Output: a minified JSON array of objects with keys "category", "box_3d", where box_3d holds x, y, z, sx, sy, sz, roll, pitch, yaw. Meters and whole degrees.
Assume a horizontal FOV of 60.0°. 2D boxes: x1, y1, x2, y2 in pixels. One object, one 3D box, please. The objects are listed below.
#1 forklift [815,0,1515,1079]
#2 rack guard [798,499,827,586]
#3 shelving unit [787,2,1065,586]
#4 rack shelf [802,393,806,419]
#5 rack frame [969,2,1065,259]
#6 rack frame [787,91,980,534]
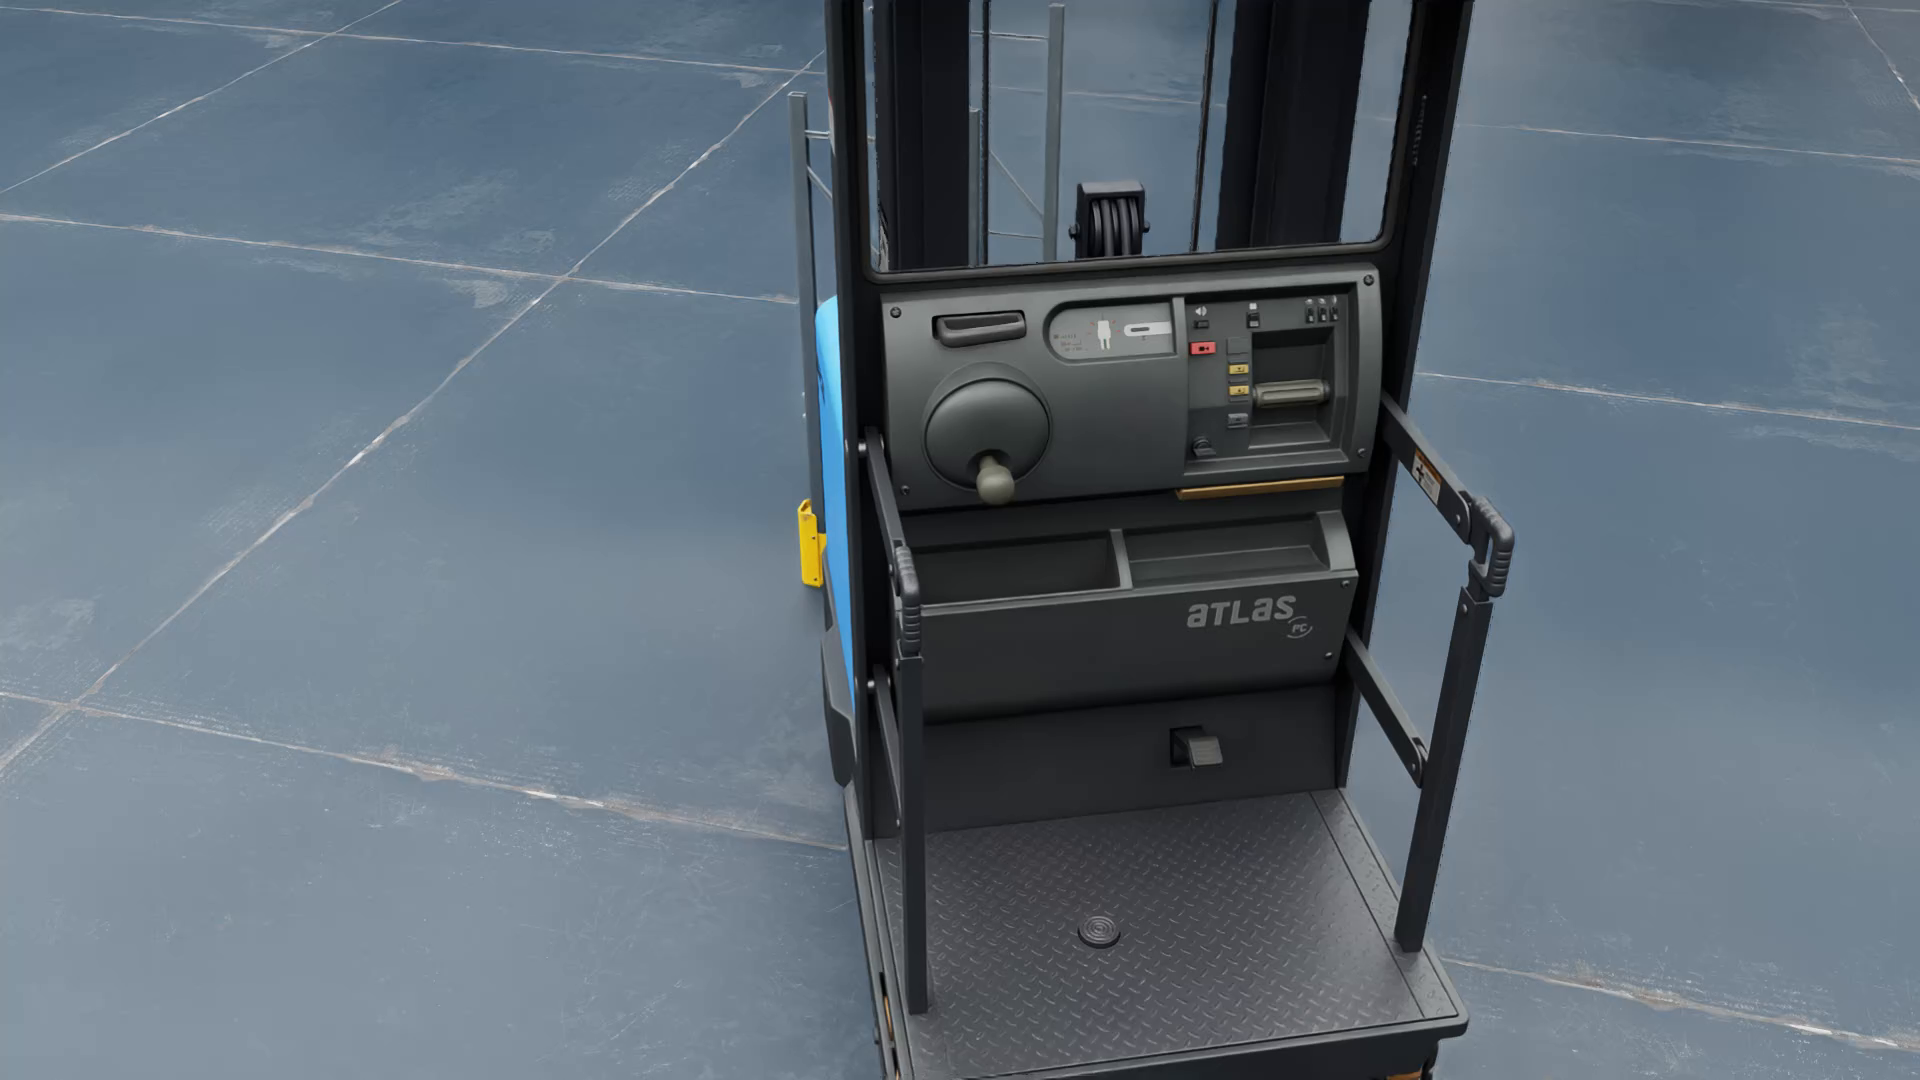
[{"category":"forklift","box_3d":[0.361,-0.228,2.877,1.130,2.935,3.031,-5,33,-8]},{"category":"rack guard","box_3d":[-0.190,0.042,4.951,0.587,0.250,0.087,8,33,13]},{"category":"shelving unit","box_3d":[-0.061,-0.743,5.021,0.587,1.500,1.083,8,33,13]},{"category":"rack shelf","box_3d":[-0.063,-0.587,5.111,0.538,0.185,1.000,8,33,13]},{"category":"rack frame","box_3d":[0.068,-1.002,5.428,0.500,1.500,0.032,8,33,13]},{"category":"rack frame","box_3d":[-0.195,-0.475,4.600,0.500,1.500,0.032,8,33,13]}]
